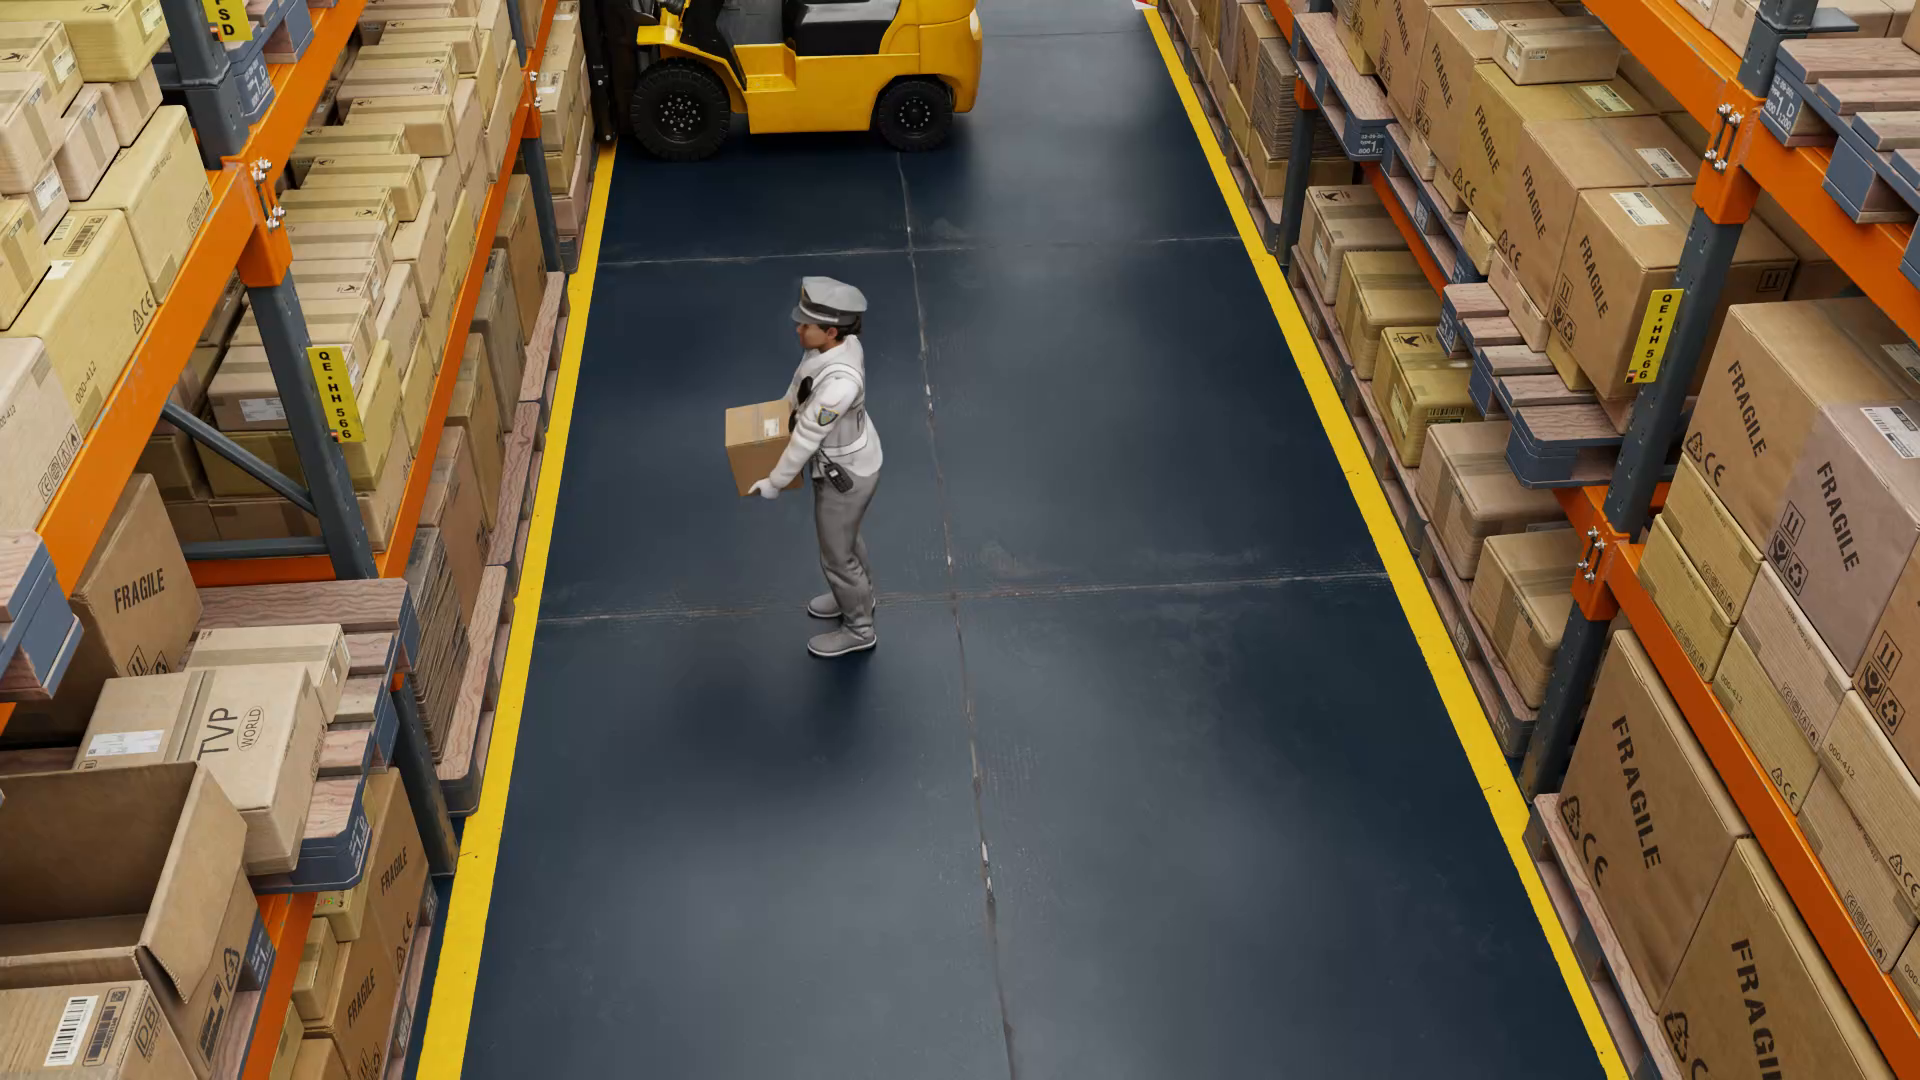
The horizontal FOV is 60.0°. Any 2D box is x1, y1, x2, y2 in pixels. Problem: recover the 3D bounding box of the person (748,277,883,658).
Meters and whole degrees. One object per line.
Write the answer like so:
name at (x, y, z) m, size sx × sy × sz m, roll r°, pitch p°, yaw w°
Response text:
person at (-0.561, -0.267, 6.469) m, size 0.523 × 1.687 × 0.416 m, roll -4°, pitch 40°, yaw -5°
